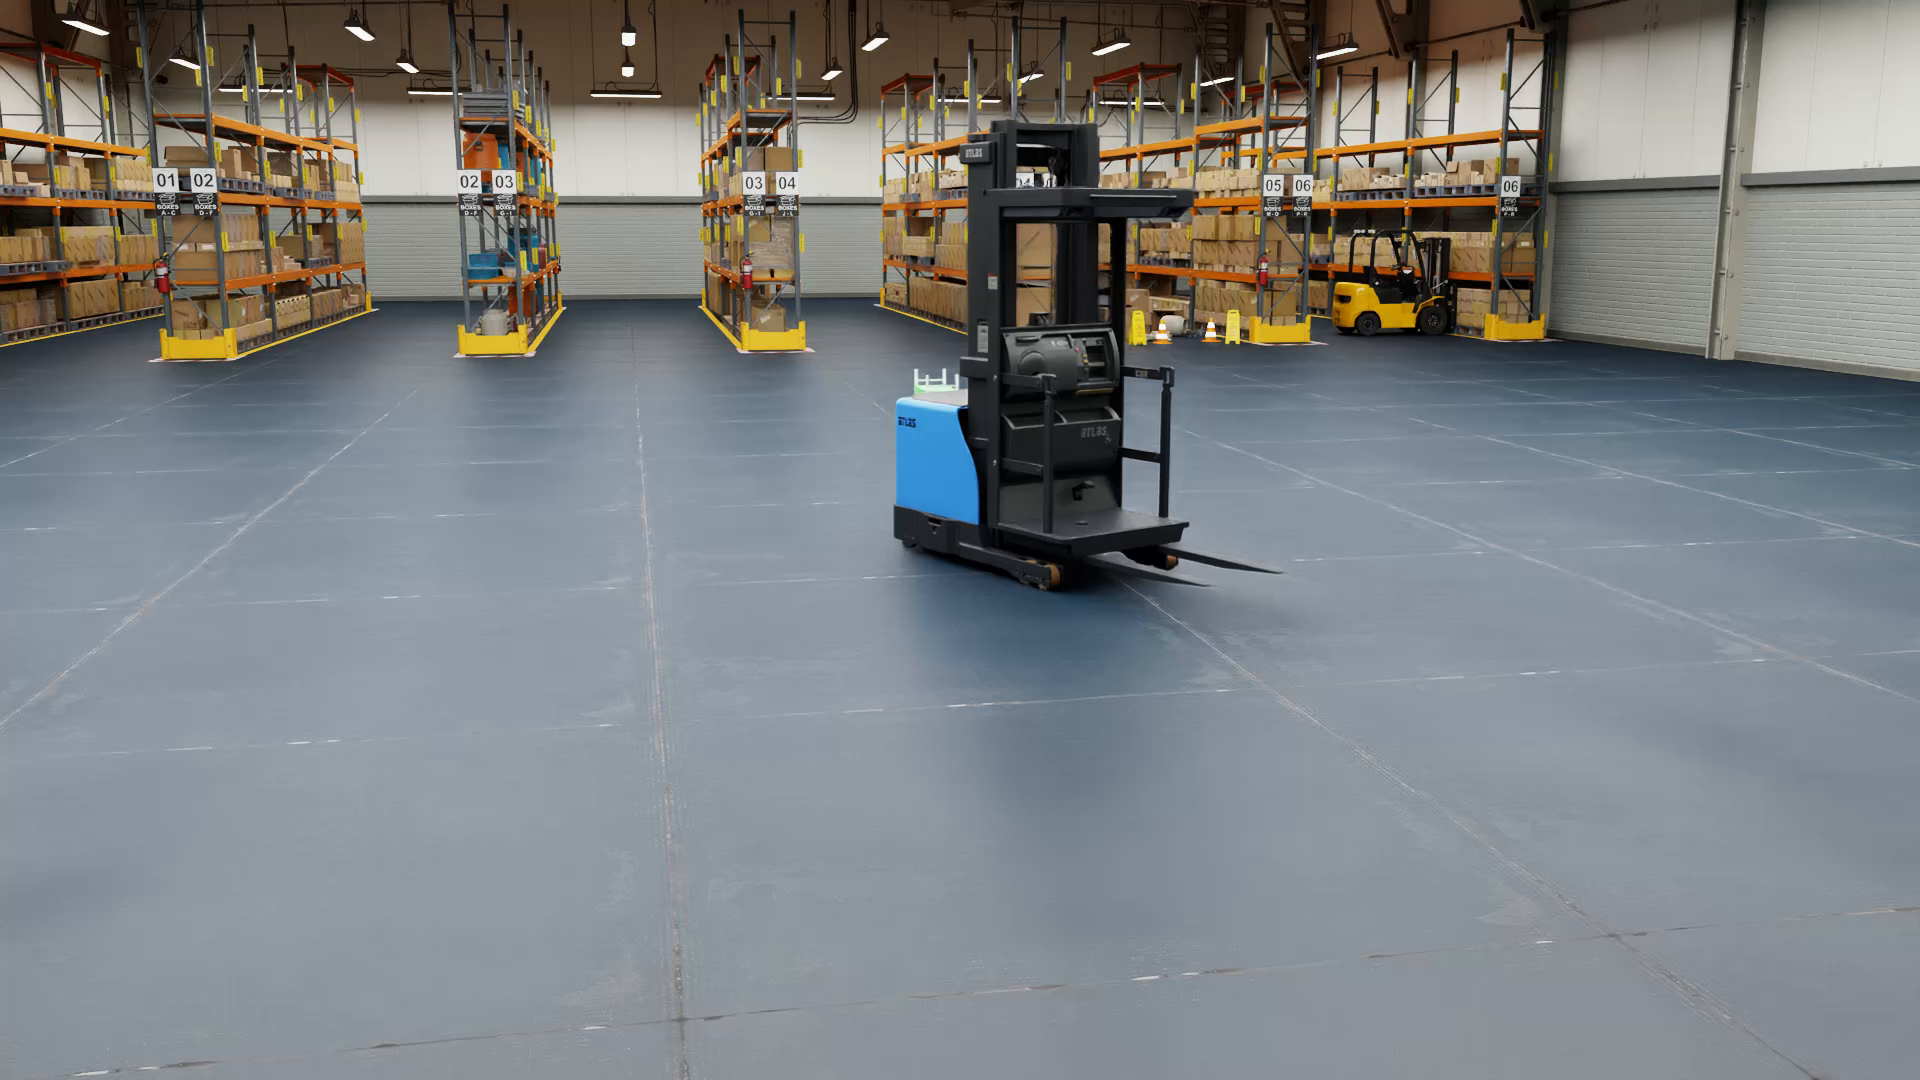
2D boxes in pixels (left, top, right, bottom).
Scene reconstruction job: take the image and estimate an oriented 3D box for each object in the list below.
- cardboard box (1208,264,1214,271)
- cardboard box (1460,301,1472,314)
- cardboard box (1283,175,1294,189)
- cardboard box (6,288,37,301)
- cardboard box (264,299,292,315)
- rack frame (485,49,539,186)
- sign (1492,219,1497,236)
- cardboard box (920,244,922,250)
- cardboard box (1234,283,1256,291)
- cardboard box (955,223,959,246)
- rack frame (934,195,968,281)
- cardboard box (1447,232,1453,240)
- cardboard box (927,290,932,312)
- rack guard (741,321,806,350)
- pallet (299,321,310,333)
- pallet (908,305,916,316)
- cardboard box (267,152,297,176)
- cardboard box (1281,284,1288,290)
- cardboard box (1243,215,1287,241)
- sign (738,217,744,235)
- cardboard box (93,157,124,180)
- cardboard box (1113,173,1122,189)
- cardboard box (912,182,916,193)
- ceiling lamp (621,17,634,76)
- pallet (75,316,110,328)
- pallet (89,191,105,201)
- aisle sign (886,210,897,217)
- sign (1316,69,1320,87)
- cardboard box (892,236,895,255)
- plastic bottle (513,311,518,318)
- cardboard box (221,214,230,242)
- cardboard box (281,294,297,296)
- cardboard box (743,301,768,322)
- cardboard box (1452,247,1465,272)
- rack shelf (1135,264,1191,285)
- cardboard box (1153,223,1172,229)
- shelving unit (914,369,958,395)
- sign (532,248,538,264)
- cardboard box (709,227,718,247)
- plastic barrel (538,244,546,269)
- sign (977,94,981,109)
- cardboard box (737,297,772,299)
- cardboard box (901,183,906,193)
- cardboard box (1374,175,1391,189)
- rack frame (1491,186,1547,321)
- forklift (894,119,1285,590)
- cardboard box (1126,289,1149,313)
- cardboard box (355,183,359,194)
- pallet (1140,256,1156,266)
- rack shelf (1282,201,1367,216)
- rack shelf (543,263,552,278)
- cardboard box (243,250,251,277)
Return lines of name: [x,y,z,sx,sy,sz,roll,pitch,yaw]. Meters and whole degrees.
cardboard box: [5.451,-5.753,35.074,0.380,0.149,0.250,-2,11,-9]
cardboard box: [10.667,-4.804,34.307,0.500,0.250,0.500,-2,11,-12]
cardboard box: [6.450,-6.999,32.531,0.500,0.250,0.500,-2,11,-12]
cardboard box: [-19.326,-5.037,34.143,0.500,0.250,0.500,-2,11,-10]
cardboard box: [-13.960,-4.768,33.954,0.500,0.311,0.500,-2,11,-13]
rack frame: [-9.848,-9.225,36.598,1.000,3.000,0.127,-2,11,-11]
sign: [10.620,-6.200,33.021,0.100,0.325,0.005,-2,11,-11]
cardboard box: [-0.755,-7.020,39.811,0.380,0.149,0.250,-2,11,-10]
cardboard box: [5.738,-5.096,33.440,0.380,0.149,0.250,-2,11,-9]
cardboard box: [0.274,-6.797,36.944,0.700,0.500,0.500,-2,11,-12]
rack frame: [-0.105,-6.620,38.955,1.000,3.000,0.127,-2,11,-11]
cardboard box: [10.542,-6.432,35.171,0.380,0.149,0.250,-2,11,-11]
cardboard box: [-0.490,-5.710,39.734,0.500,0.500,0.500,-2,11,-11]
rack guard: [-3.449,-3.777,30.703,1.175,0.500,0.348,-2,11,-11]
pallet: [-14.586,-4.576,35.676,1.003,0.211,1.213,-2,11,-11]
pallet: [-0.730,-5.841,42.320,1.003,0.211,1.213,-2,11,-11]
cardboard box: [-14.787,-8.193,36.254,0.500,0.500,0.500,-2,11,-11]
cardboard box: [8.808,-6.518,43.979,0.500,0.500,0.500,-2,11,-12]
cardboard box: [5.973,-6.123,32.609,0.700,0.500,0.500,-2,11,-12]
sign: [-3.982,-5.698,30.172,0.100,0.325,0.005,-2,11,-11]
cardboard box: [-20.208,-8.816,39.476,0.500,0.500,0.500,-2,11,-12]
cardboard box: [4.104,-8.860,41.312,0.500,0.500,0.500,-2,11,-10]
cardboard box: [-0.918,-8.821,41.610,0.500,0.311,0.500,-2,11,-12]
ceiling lamp: [-7.719,-12.775,39.637,0.800,3.185,2.000,-2,11,-11]
pallet: [-19.879,-4.919,37.474,1.003,0.211,1.213,-2,11,-11]
pallet: [-20.117,-7.865,37.984,0.805,0.209,1.217,-3,11,-13]
aisle sign: [-1.969,-9.367,46.434,0.394,0.787,0.004,-2,11,-11]
sign: [6.819,-8.816,31.737,0.100,0.325,0.005,-2,11,-11]
cardboard box: [-1.528,-7.909,44.666,0.500,0.500,0.500,-2,11,-12]
plastic bottle: [-8.804,-4.346,32.918,0.144,0.351,0.185,-2,11,-11]
cardboard box: [-13.348,-5.510,29.385,0.700,0.500,0.500,-2,11,-12]
cardboard box: [-15.120,-5.250,37.265,0.500,0.500,0.500,-2,11,-9]
cardboard box: [-4.173,-4.628,34.052,0.500,0.500,0.500,-2,11,-13]
cardboard box: [10.610,-5.852,34.652,0.500,0.500,0.500,-2,11,-12]
rack shelf: [5.120,-6.098,38.138,1.077,0.370,4.000,-2,11,-11]
cardboard box: [4.875,-7.458,40.418,0.500,0.500,0.500,-2,11,-13]
shelving unit: [-0.178,-0.658,12.442,0.258,1.200,0.503,-2,11,-11]
sign: [-8.529,-5.698,33.373,0.100,0.325,0.005,-2,11,-11]
cardboard box: [-6.120,-7.707,42.267,0.500,0.500,0.500,-2,11,-9]
plastic barrel: [-9.461,-6.271,36.757,0.600,0.536,0.708,-2,11,-11]
sign: [0.439,-10.125,38.402,0.100,0.325,0.005,-2,11,-11]
cardboard box: [-4.385,-4.914,35.502,0.700,0.500,0.500,-2,11,-11]
cardboard box: [-1.222,-9.075,42.893,0.500,0.250,0.500,-3,11,-14]
cardboard box: [9.848,-8.216,38.166,0.500,0.311,0.500,-3,11,-13]
rack frame: [11.155,-5.533,33.242,1.000,3.000,0.127,-2,11,-11]
forklift: [0.799,-1.224,10.786,1.130,2.935,3.031,-8,13,-35]
cardboard box: [3.769,-5.159,35.938,0.500,0.500,0.500,-2,11,-11]
cardboard box: [-15.914,-9.126,43.165,0.500,0.250,0.500,-2,11,-11]
pallet: [4.974,-6.598,39.350,1.213,0.211,1.003,-2,11,-11]
rack shelf: [9.210,-8.487,42.664,1.077,0.370,4.000,-2,11,-11]
rack shelf: [-10.237,-6.291,39.153,1.077,0.370,4.000,-2,11,-11]
cardboard box: [-13.635,-5.144,30.934,0.700,0.500,0.500,-2,11,-10]
